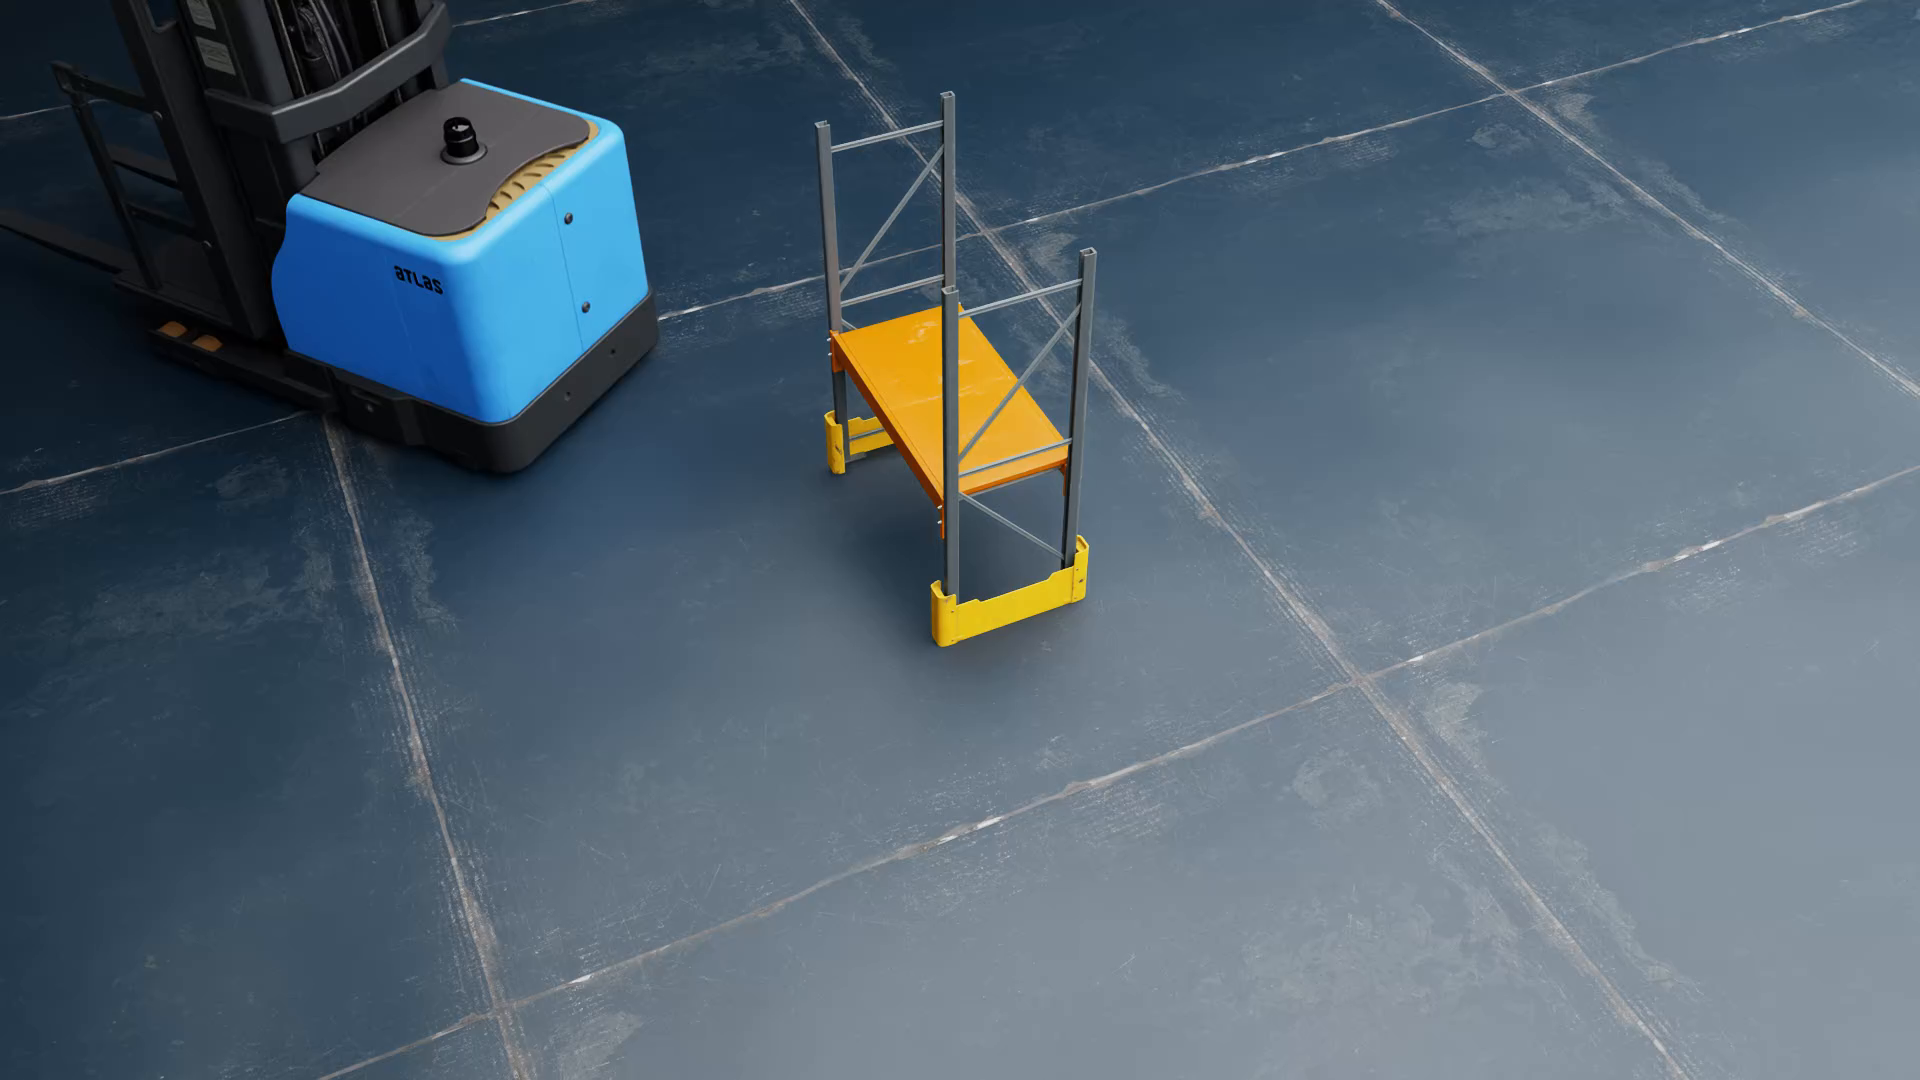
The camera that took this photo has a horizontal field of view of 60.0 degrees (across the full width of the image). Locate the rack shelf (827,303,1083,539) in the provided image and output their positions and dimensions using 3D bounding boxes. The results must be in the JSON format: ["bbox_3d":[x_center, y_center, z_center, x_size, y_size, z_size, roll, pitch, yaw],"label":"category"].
[{"bbox_3d":[-0.036,-0.460,5.905,0.538,0.185,1.000,-18,47,-17],"label":"rack shelf"}]

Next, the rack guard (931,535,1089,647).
[{"bbox_3d":[0.177,0.180,5.890,0.587,0.250,0.087,-18,47,-17],"label":"rack guard"}]

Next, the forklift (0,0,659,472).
[{"bbox_3d":[-2.818,-2.041,6.231,3.031,2.935,1.130,20,48,19],"label":"forklift"}]

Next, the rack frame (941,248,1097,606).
[{"bbox_3d":[0.178,-0.264,5.450,0.500,1.500,0.032,-18,47,-17],"label":"rack frame"}]

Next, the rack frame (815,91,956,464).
[{"bbox_3d":[-0.250,-0.912,6.107,0.500,1.500,0.032,-18,47,-17],"label":"rack frame"}]

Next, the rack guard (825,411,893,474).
[{"bbox_3d":[-0.241,-0.455,6.533,0.587,0.250,0.087,-18,47,-17],"label":"rack guard"}]

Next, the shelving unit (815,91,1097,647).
[{"bbox_3d":[-0.032,-0.582,5.772,0.587,1.500,1.083,-18,47,-17],"label":"shelving unit"}]
